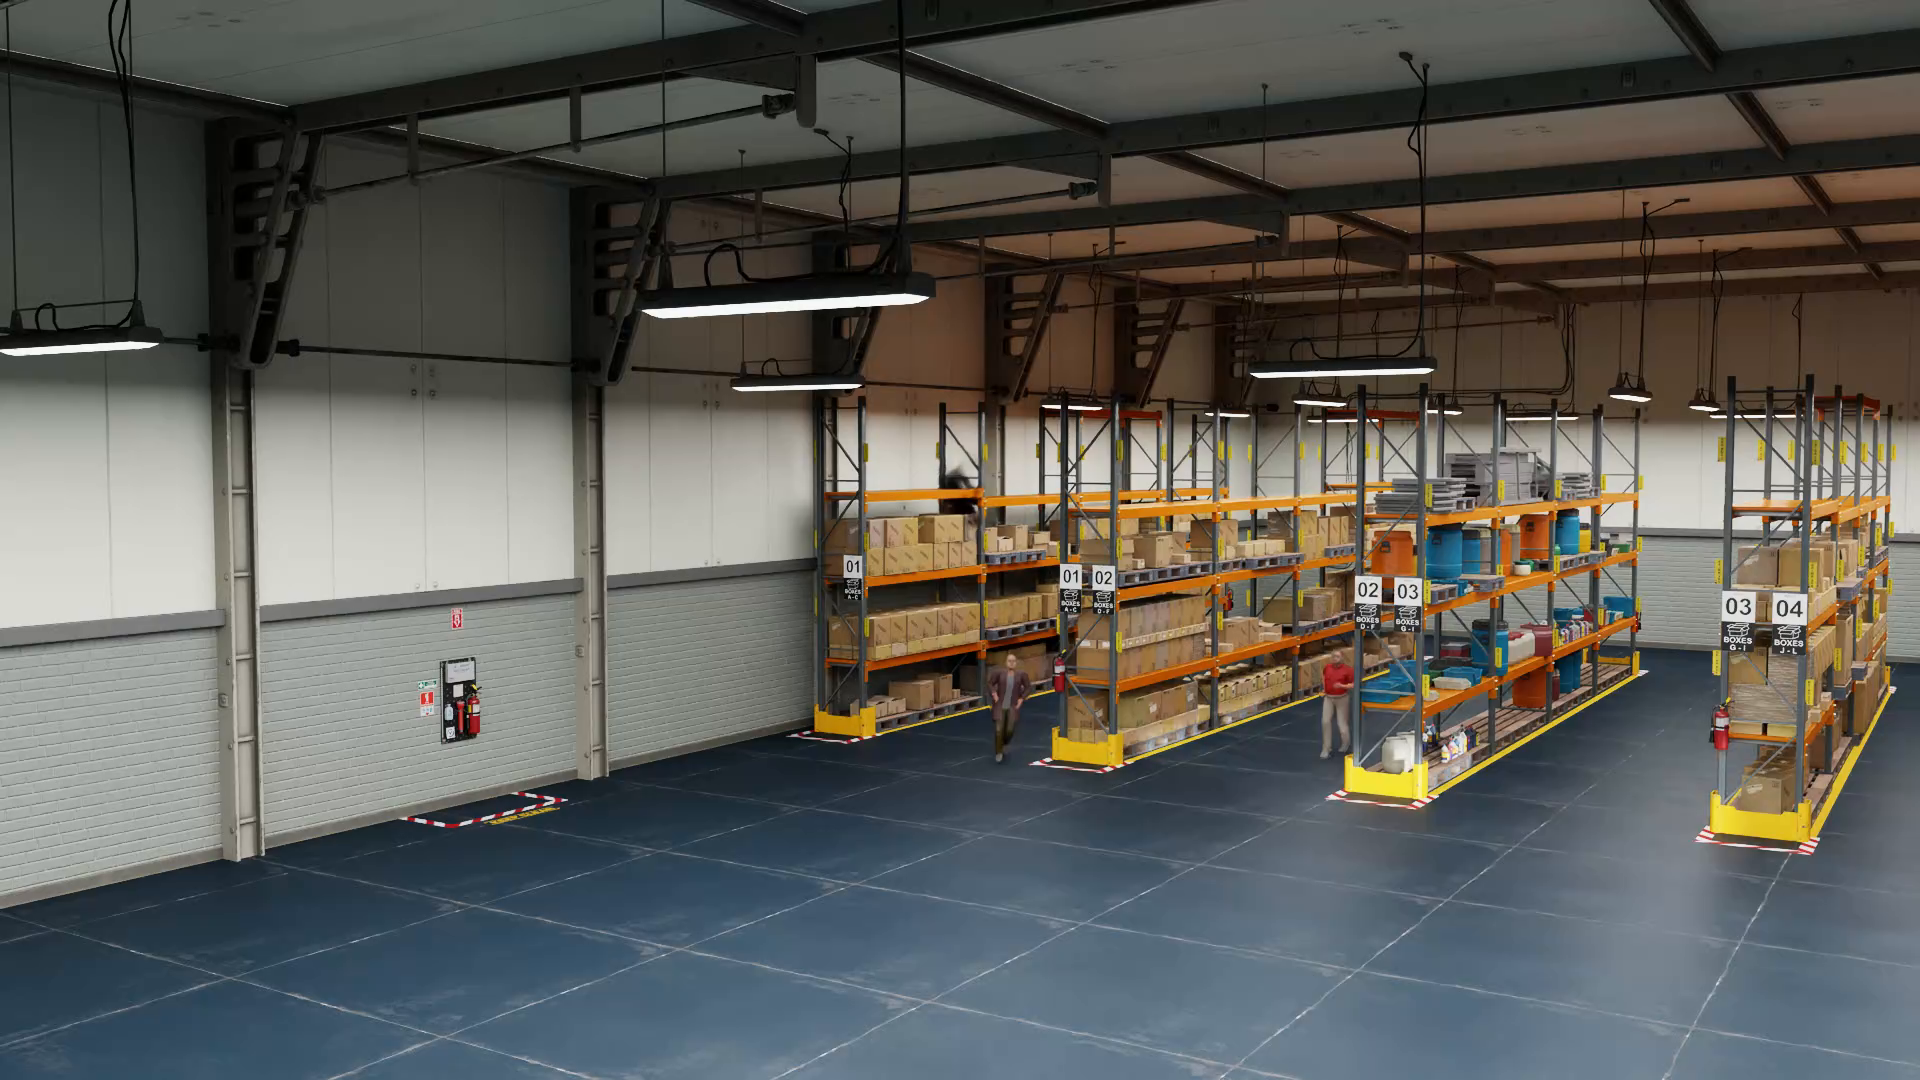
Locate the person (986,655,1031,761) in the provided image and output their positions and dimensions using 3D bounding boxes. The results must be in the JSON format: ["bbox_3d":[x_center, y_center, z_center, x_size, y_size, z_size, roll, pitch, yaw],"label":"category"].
[{"bbox_3d":[0.792,2.728,27.104,0.737,1.728,0.688,0,3,4],"label":"person"}]

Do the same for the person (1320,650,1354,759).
[{"bbox_3d":[6.233,2.704,27.441,0.648,1.793,0.831,2,3,31],"label":"person"}]
